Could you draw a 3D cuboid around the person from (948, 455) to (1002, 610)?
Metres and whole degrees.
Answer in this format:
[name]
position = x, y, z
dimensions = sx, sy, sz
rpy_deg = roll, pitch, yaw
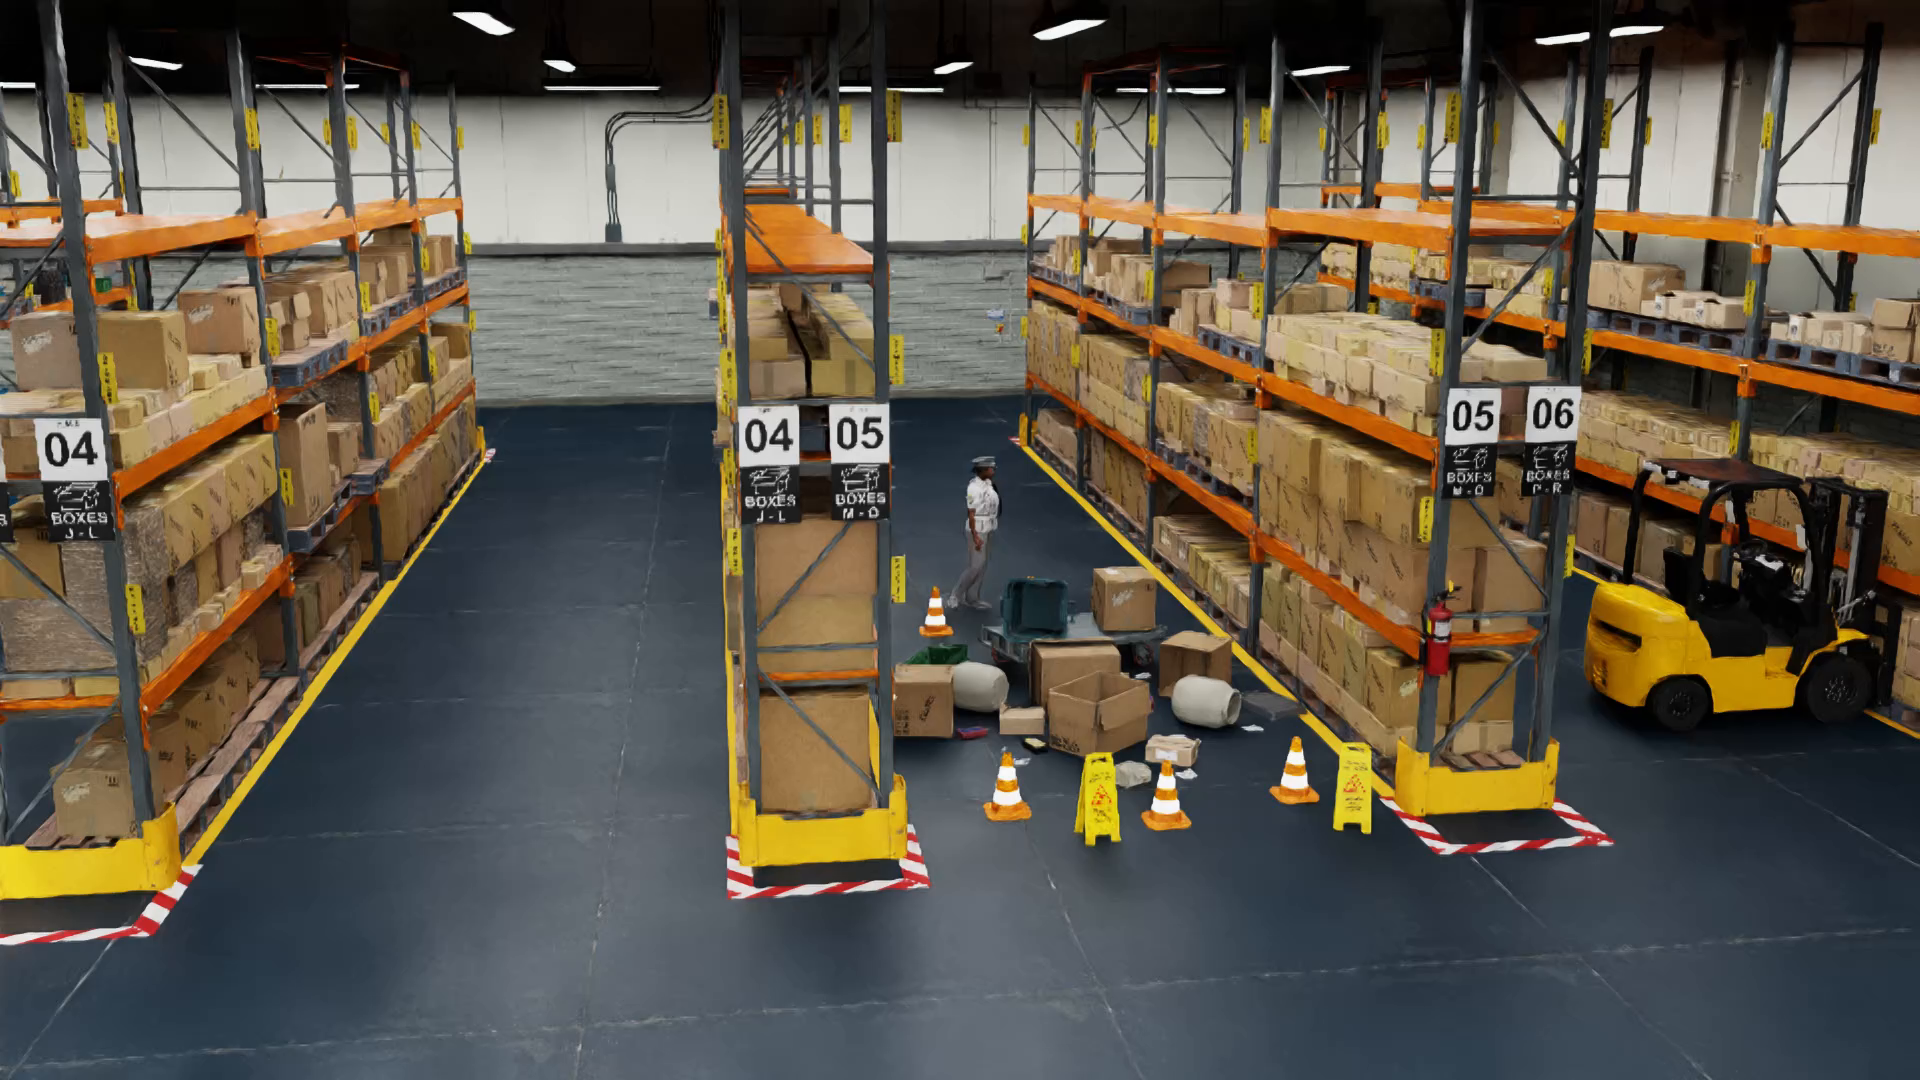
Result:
[person]
position = 0.149, -0.071, 17.714
dimensions = 0.450, 1.657, 0.637
rpy_deg = 7, 15, 28
